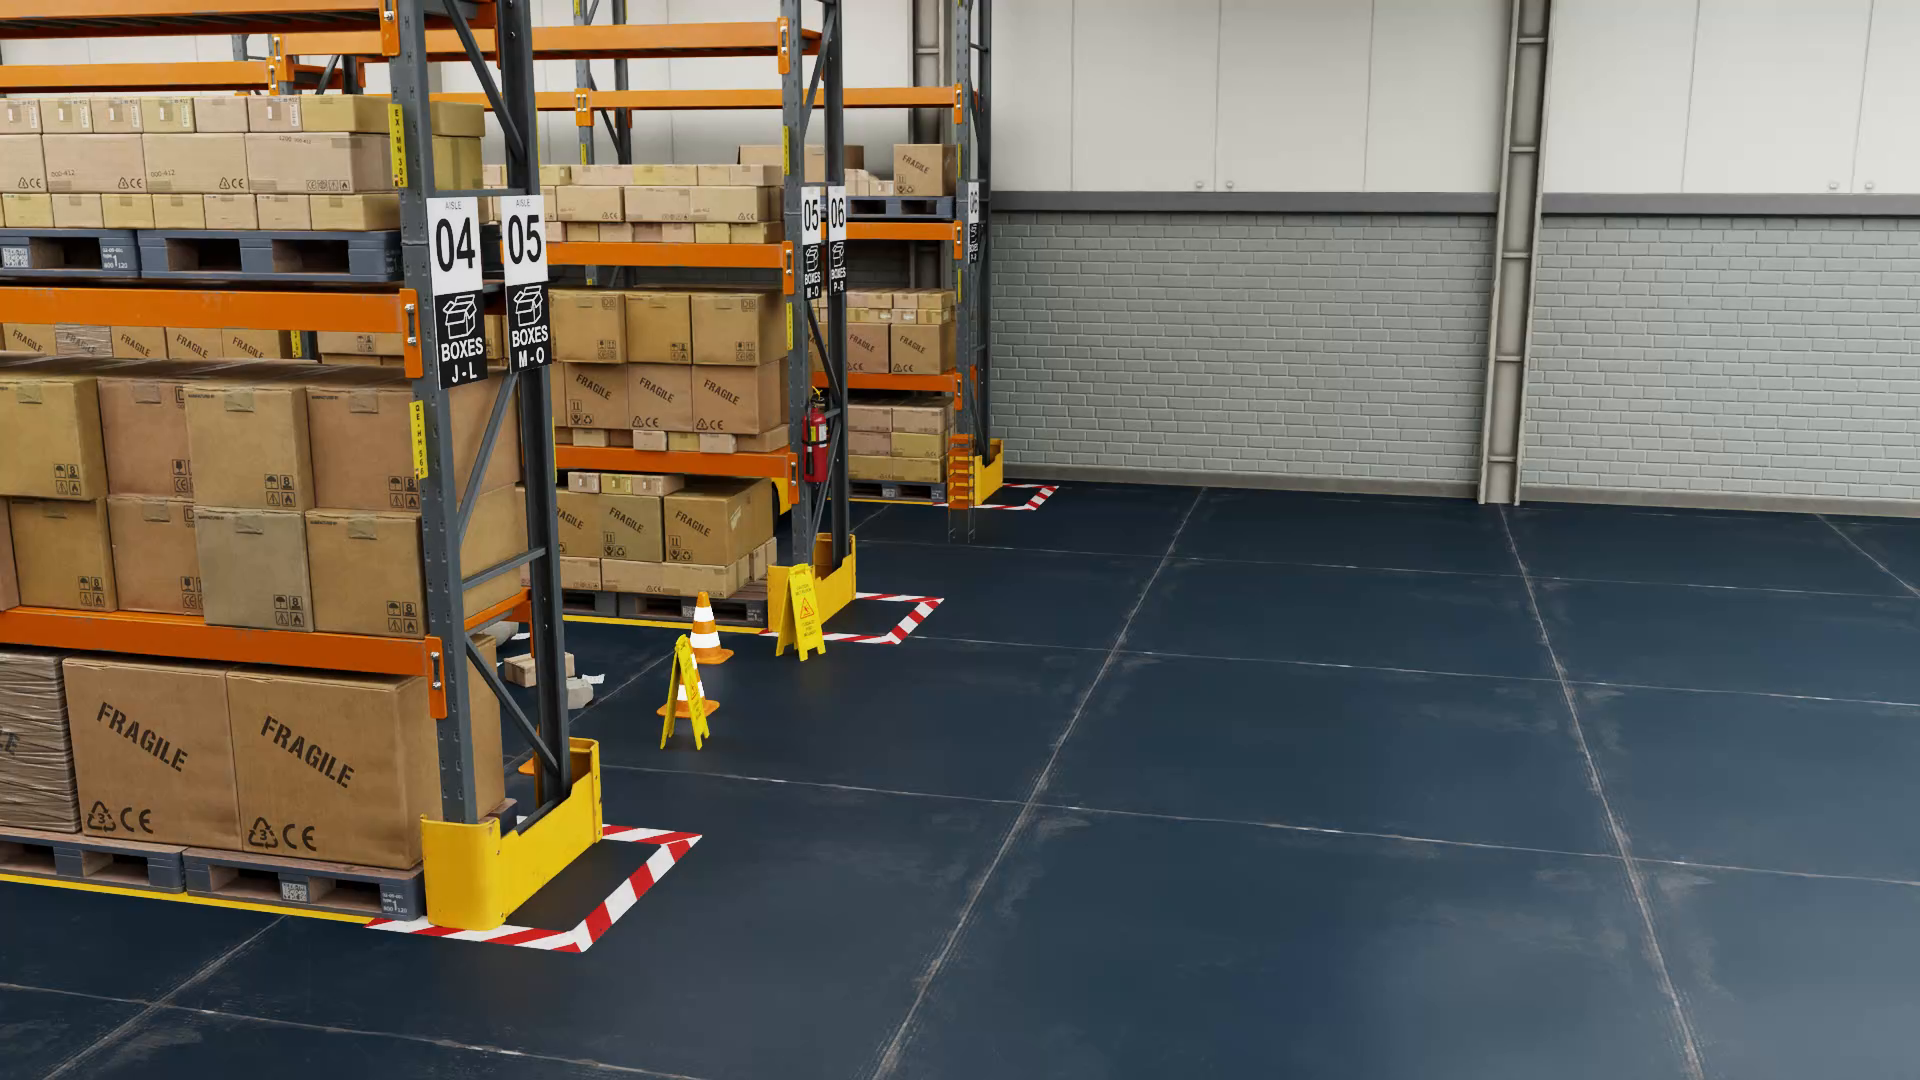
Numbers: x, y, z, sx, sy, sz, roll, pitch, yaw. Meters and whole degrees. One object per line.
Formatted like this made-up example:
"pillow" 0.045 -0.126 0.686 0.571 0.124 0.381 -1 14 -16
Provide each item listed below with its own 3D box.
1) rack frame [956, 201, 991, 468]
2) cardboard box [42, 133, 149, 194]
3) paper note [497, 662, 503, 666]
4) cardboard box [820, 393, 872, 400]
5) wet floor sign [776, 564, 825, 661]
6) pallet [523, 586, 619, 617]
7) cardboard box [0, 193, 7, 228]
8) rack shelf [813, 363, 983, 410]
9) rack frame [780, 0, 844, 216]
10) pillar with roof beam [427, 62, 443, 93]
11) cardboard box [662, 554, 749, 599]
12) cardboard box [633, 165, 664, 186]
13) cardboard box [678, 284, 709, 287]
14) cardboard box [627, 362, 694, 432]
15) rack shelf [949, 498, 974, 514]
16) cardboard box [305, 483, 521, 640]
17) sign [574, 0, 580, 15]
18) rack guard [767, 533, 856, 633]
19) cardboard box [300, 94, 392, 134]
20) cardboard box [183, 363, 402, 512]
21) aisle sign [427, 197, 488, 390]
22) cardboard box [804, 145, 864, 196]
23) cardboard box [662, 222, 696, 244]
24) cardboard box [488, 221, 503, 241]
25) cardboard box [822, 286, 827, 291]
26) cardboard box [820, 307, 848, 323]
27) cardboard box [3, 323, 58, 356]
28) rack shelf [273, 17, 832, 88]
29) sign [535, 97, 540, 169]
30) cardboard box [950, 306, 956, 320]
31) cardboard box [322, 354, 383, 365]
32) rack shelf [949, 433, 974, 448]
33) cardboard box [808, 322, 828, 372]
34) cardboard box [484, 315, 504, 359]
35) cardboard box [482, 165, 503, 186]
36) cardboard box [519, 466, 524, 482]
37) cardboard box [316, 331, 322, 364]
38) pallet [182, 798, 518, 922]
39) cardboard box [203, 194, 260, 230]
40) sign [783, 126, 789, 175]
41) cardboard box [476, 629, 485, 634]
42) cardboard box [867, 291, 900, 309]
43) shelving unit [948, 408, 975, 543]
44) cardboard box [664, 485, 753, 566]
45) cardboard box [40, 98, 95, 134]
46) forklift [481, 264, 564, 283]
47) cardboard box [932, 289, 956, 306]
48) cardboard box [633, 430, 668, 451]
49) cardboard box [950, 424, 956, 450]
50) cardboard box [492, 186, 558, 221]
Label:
"rack frame" 0.142 -1.943 17.082 0.127 3.000 1.000 3 13 14
"cardboard box" -3.647 -1.662 7.349 0.500 0.250 0.500 3 13 13
"paper note" -3.227 0.850 11.374 0.142 0.019 0.148 8 15 33
"cardboard box" -1.249 -1.412 17.758 0.500 0.250 0.500 3 13 13
"wet floor sign" -1.116 0.485 11.572 0.232 0.644 0.267 8 15 33
"pallet" -3.079 0.345 13.207 1.213 0.211 1.003 3 13 14
"cardboard box" -4.267 -1.487 7.479 0.250 0.149 0.380 3 13 14
"rack shelf" -1.800 -1.695 17.627 4.000 0.370 1.077 3 13 14
"rack frame" -1.044 -3.828 11.726 0.127 3.000 1.000 3 13 14
"pillar with roof beam" -7.175 -4.503 14.772 0.400 9.000 9.100 3 13 14
"cardboard box" -1.917 0.252 12.568 0.500 0.250 0.500 3 13 13
"cardboard box" -2.170 -2.640 12.039 0.250 0.149 0.380 3 13 14
"cardboard box" -2.866 -2.675 17.968 0.250 0.149 0.380 3 13 13
"cardboard box" -2.122 -1.090 12.320 0.500 0.500 0.500 3 13 14
"rack shelf" 0.014 -0.307 15.178 0.180 0.103 0.258 3 13 14
"cardboard box" -2.503 0.064 7.688 0.550 0.550 0.875 3 13 14
"sign" -3.860 -5.459 16.741 0.005 0.325 0.100 3 13 14
"rack guard" -1.118 0.318 12.665 0.348 0.500 1.175 3 13 14
"cardboard box" -2.540 -1.784 6.977 0.250 0.149 0.380 3 13 14
"cardboard box" -3.039 -0.490 7.692 0.550 0.550 0.875 3 13 14
"aisle sign" -2.135 -1.055 7.078 0.004 0.787 0.394 3 13 14
"cardboard box" -1.317 -3.756 16.897 0.500 0.500 0.700 3 13 14
"cardboard box" -1.957 -2.227 12.018 0.250 0.149 0.380 3 13 15
"cardboard box" -3.453 -2.295 12.324 0.250 0.149 0.380 3 13 12
"cardboard box" -1.369 -2.606 17.656 0.250 0.149 0.380 3 13 12
"cardboard box" -1.263 -2.320 17.053 0.250 0.149 0.380 3 13 12
"cardboard box" -7.405 -1.589 13.601 0.500 0.500 0.500 3 13 14
"rack shelf" -2.986 -3.579 12.272 4.000 0.370 1.077 3 13 14
"sign" -1.993 -1.899 7.757 0.005 0.325 0.100 3 13 14
"cardboard box" -0.125 -2.380 17.326 0.250 0.149 0.380 3 13 12
"cardboard box" -4.567 -1.219 12.902 0.500 0.500 0.500 3 13 13
"rack shelf" 0.014 -0.893 15.048 0.180 0.103 0.258 3 13 14
"cardboard box" -1.398 -2.017 17.187 0.500 0.500 0.500 3 13 12
"cardboard box" -3.581 -1.657 12.569 0.500 0.500 0.700 3 13 12
"cardboard box" -3.422 -2.696 12.292 0.250 0.149 0.380 3 13 13
"cardboard box" -3.551 -0.506 12.754 0.250 0.149 0.380 4 13 17
"cardboard box" -5.314 -1.590 13.605 0.500 0.500 0.500 3 13 15
"pallet" -2.927 1.484 8.076 1.213 0.211 1.003 3 13 14
"cardboard box" -3.030 -1.421 7.182 0.250 0.149 0.380 3 13 14
"sign" -1.196 -2.680 11.434 0.005 0.325 0.100 3 13 14
"cardboard box" -3.356 0.761 10.658 0.637 0.503 0.797 -6 14 -25
"cardboard box" -0.764 -2.442 16.916 0.250 0.149 0.380 3 13 15
"shelving unit" 0.014 -0.585 15.117 0.189 1.200 0.258 3 13 14
"cardboard box" -1.884 -0.114 12.487 0.500 0.500 0.500 3 13 14
"cardboard box" -3.775 -1.850 7.275 0.250 0.149 0.380 3 13 13
"forklift" -4.251 -1.496 15.227 1.130 2.935 3.031 -8 15 -33
"cardboard box" -0.133 -2.516 17.249 0.250 0.149 0.380 3 13 12
"cardboard box" -2.232 -0.765 12.354 0.250 0.149 0.380 3 13 15
"cardboard box" -0.265 -1.118 17.587 0.500 0.250 0.500 3 13 15
"cardboard box" -3.089 -2.483 12.251 0.500 0.250 0.500 3 13 14
